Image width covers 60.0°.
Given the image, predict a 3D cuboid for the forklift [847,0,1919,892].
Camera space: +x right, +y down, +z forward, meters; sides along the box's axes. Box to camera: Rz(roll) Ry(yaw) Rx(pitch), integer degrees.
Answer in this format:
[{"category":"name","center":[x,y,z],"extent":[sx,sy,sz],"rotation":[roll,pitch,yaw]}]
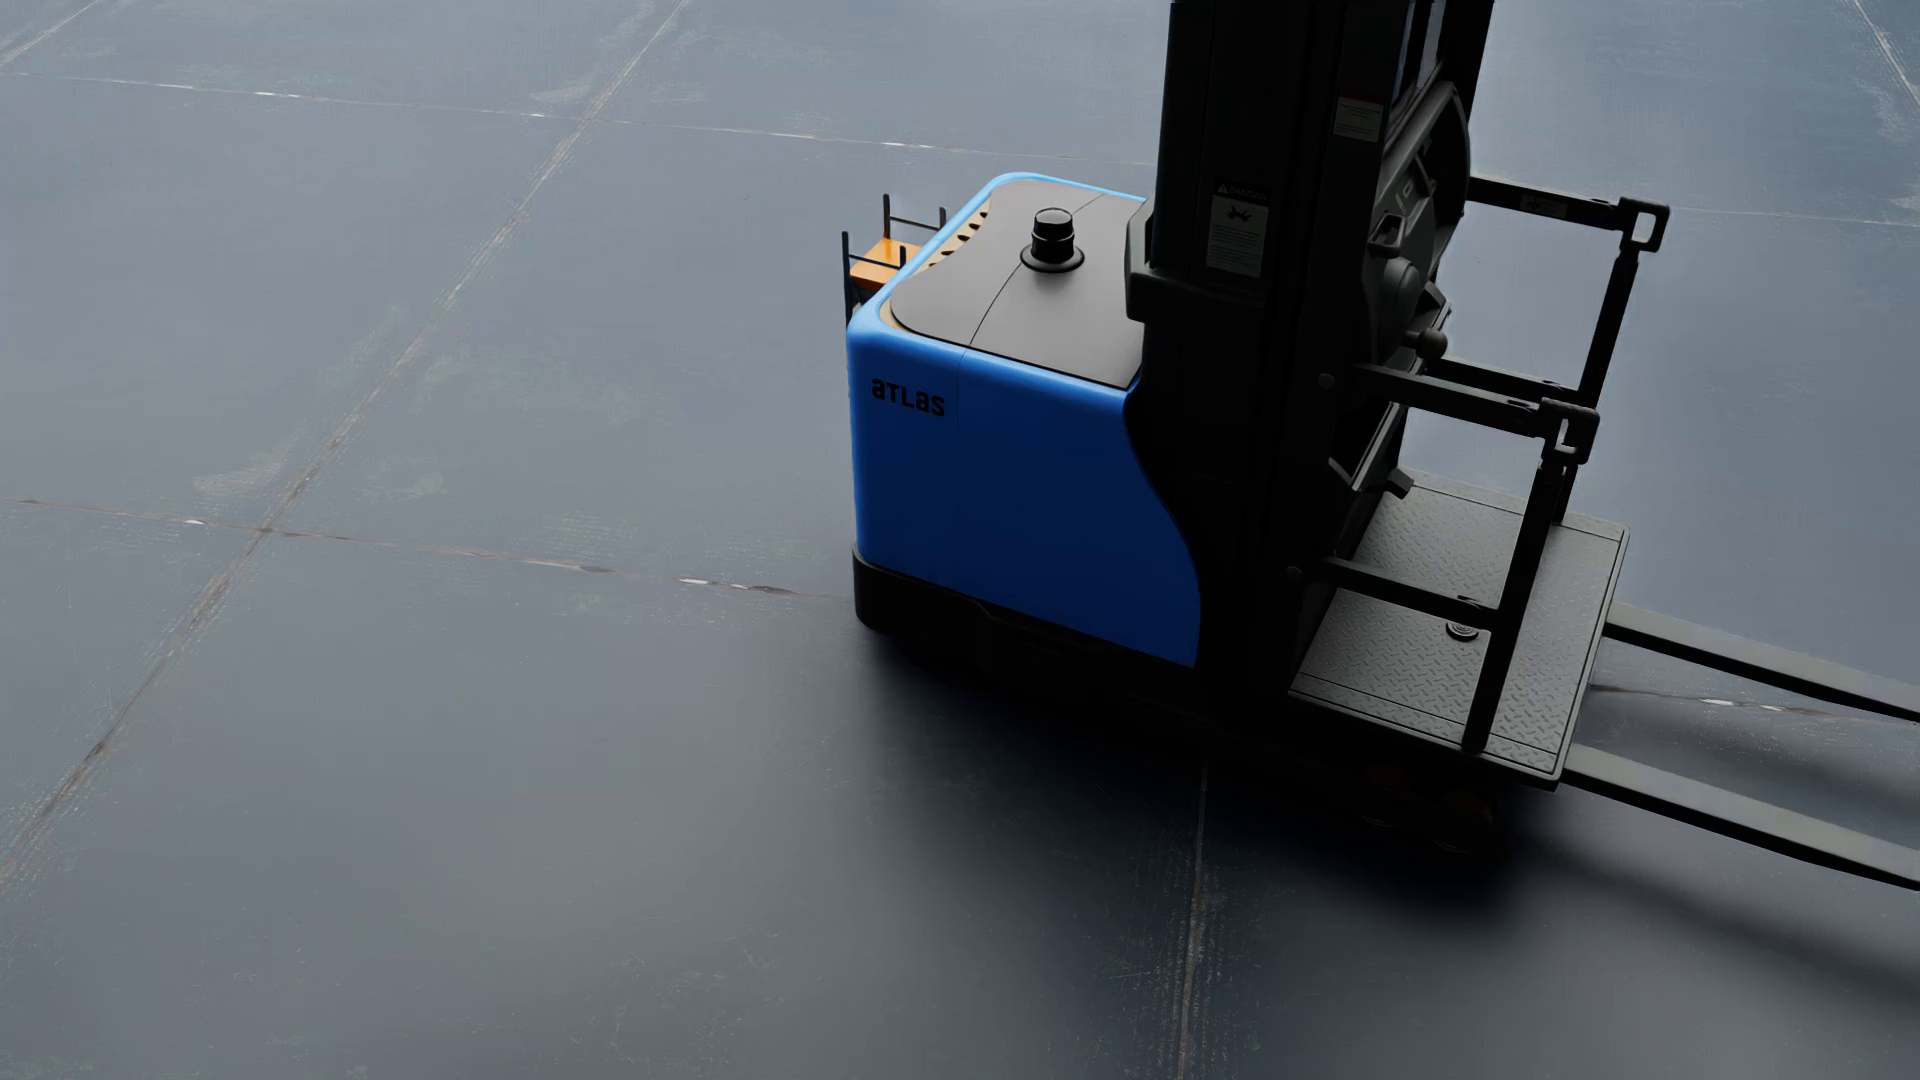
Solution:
[{"category":"forklift","center":[1.246,-0.715,3.815],"extent":[3.031,2.935,1.130],"rotation":[17,43,20]}]

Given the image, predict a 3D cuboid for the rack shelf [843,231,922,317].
[{"category":"rack shelf","center":[-0.186,-0.711,4.857],"extent":[0.215,0.259,0.240],"rotation":[17,43,20]}]

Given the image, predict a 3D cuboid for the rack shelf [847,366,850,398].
[{"category":"rack shelf","center":[-0.186,-0.492,5.038],"extent":[0.215,0.259,0.240],"rotation":[17,43,20]}]

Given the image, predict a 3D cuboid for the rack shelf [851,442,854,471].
[{"category":"rack shelf","center":[-0.186,-0.278,5.215],"extent":[0.215,0.259,0.240],"rotation":[17,43,20]}]

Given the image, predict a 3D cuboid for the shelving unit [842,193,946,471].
[{"category":"shelving unit","center":[-0.186,-0.500,5.031],"extent":[0.215,1.050,0.252],"rotation":[17,43,20]}]

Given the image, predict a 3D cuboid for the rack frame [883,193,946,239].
[{"category":"rack frame","center":[-0.132,-0.570,5.115],"extent":[0.200,1.050,0.008],"rotation":[17,43,20]}]

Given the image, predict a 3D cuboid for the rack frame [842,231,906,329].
[{"category":"rack frame","center":[-0.240,-0.430,4.947],"extent":[0.200,1.050,0.008],"rotation":[17,43,20]}]
